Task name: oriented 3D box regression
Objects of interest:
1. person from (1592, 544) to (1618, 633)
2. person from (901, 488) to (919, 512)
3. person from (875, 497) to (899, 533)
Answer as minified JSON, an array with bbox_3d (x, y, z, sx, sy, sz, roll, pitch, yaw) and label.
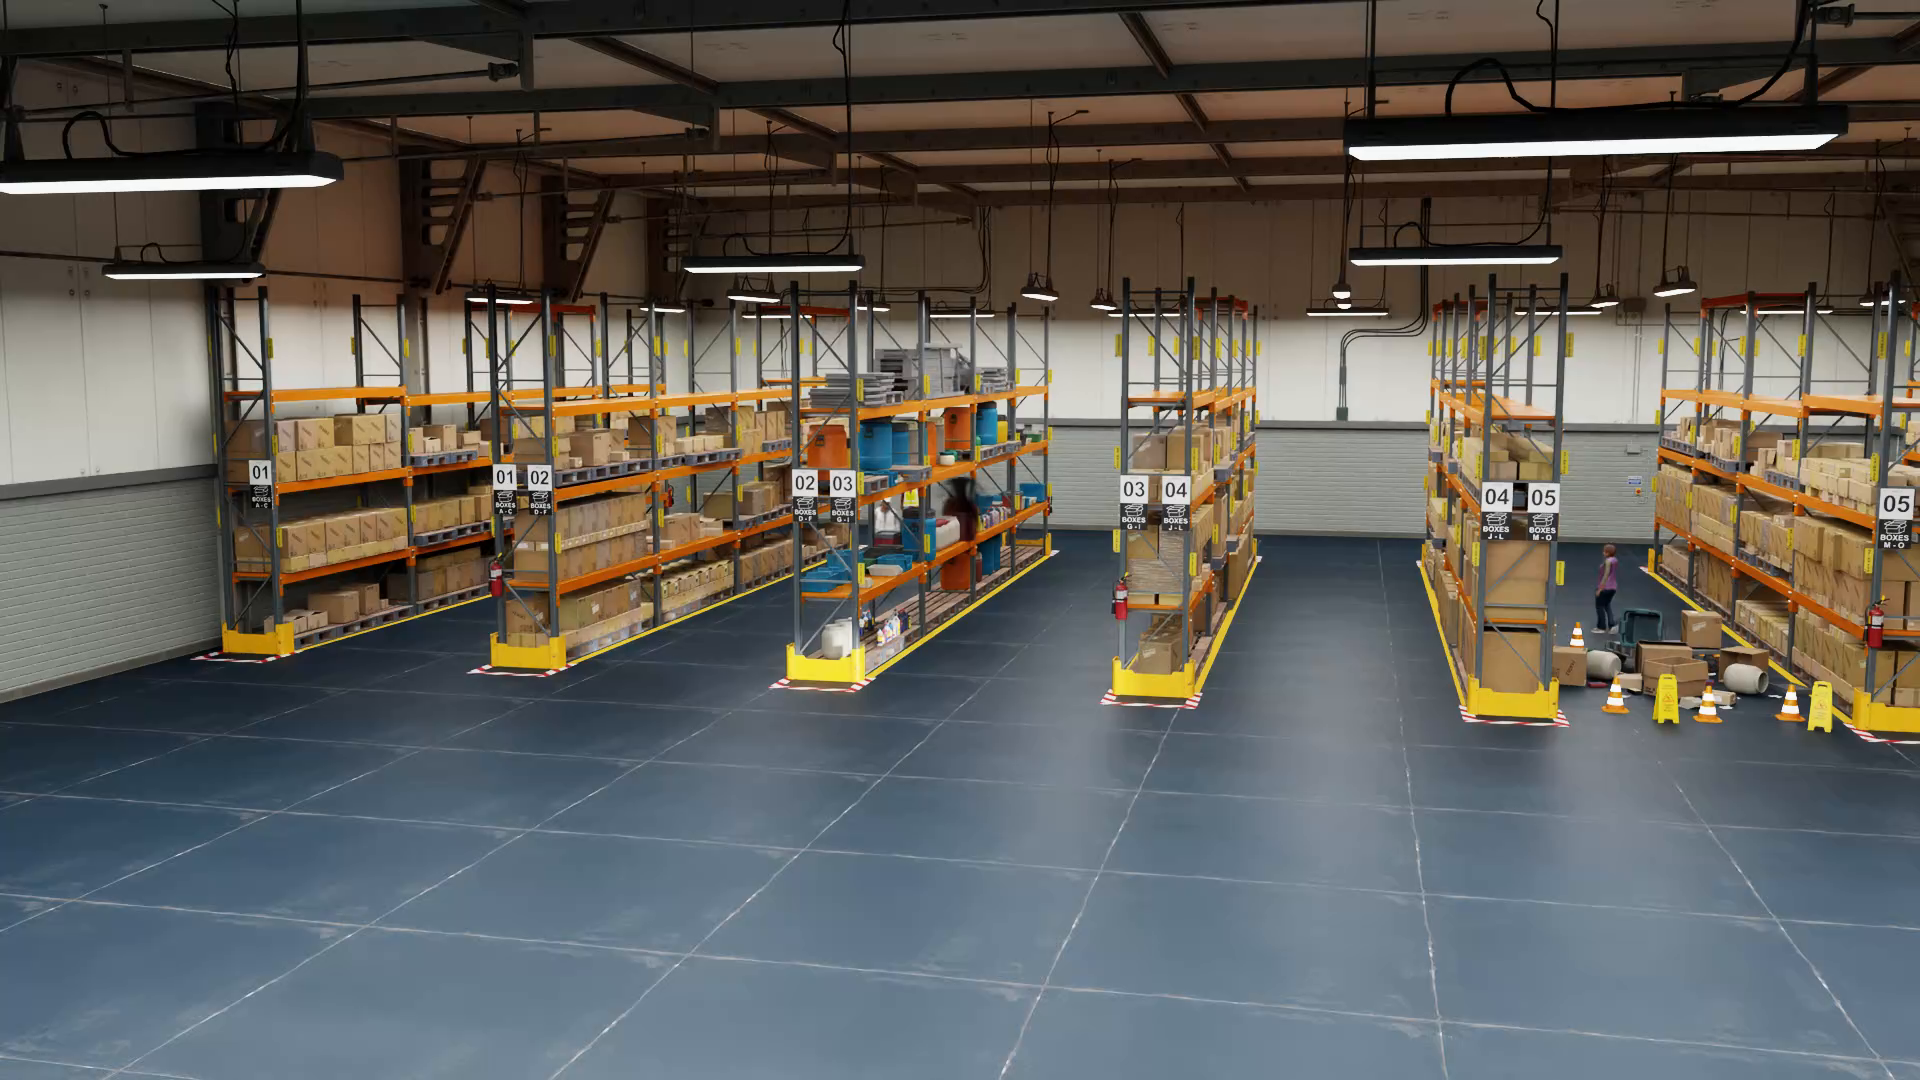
[{"bbox_3d":[11.352,0.890,29.295,0.445,1.643,0.427,-4,7,-28],"label":"person"},{"bbox_3d":[-1.281,-0.881,43.741,0.623,1.716,1.078,1,7,7],"label":"person"},{"bbox_3d":[-1.560,-0.095,34.493,0.650,1.722,1.035,1,7,11],"label":"person"}]
